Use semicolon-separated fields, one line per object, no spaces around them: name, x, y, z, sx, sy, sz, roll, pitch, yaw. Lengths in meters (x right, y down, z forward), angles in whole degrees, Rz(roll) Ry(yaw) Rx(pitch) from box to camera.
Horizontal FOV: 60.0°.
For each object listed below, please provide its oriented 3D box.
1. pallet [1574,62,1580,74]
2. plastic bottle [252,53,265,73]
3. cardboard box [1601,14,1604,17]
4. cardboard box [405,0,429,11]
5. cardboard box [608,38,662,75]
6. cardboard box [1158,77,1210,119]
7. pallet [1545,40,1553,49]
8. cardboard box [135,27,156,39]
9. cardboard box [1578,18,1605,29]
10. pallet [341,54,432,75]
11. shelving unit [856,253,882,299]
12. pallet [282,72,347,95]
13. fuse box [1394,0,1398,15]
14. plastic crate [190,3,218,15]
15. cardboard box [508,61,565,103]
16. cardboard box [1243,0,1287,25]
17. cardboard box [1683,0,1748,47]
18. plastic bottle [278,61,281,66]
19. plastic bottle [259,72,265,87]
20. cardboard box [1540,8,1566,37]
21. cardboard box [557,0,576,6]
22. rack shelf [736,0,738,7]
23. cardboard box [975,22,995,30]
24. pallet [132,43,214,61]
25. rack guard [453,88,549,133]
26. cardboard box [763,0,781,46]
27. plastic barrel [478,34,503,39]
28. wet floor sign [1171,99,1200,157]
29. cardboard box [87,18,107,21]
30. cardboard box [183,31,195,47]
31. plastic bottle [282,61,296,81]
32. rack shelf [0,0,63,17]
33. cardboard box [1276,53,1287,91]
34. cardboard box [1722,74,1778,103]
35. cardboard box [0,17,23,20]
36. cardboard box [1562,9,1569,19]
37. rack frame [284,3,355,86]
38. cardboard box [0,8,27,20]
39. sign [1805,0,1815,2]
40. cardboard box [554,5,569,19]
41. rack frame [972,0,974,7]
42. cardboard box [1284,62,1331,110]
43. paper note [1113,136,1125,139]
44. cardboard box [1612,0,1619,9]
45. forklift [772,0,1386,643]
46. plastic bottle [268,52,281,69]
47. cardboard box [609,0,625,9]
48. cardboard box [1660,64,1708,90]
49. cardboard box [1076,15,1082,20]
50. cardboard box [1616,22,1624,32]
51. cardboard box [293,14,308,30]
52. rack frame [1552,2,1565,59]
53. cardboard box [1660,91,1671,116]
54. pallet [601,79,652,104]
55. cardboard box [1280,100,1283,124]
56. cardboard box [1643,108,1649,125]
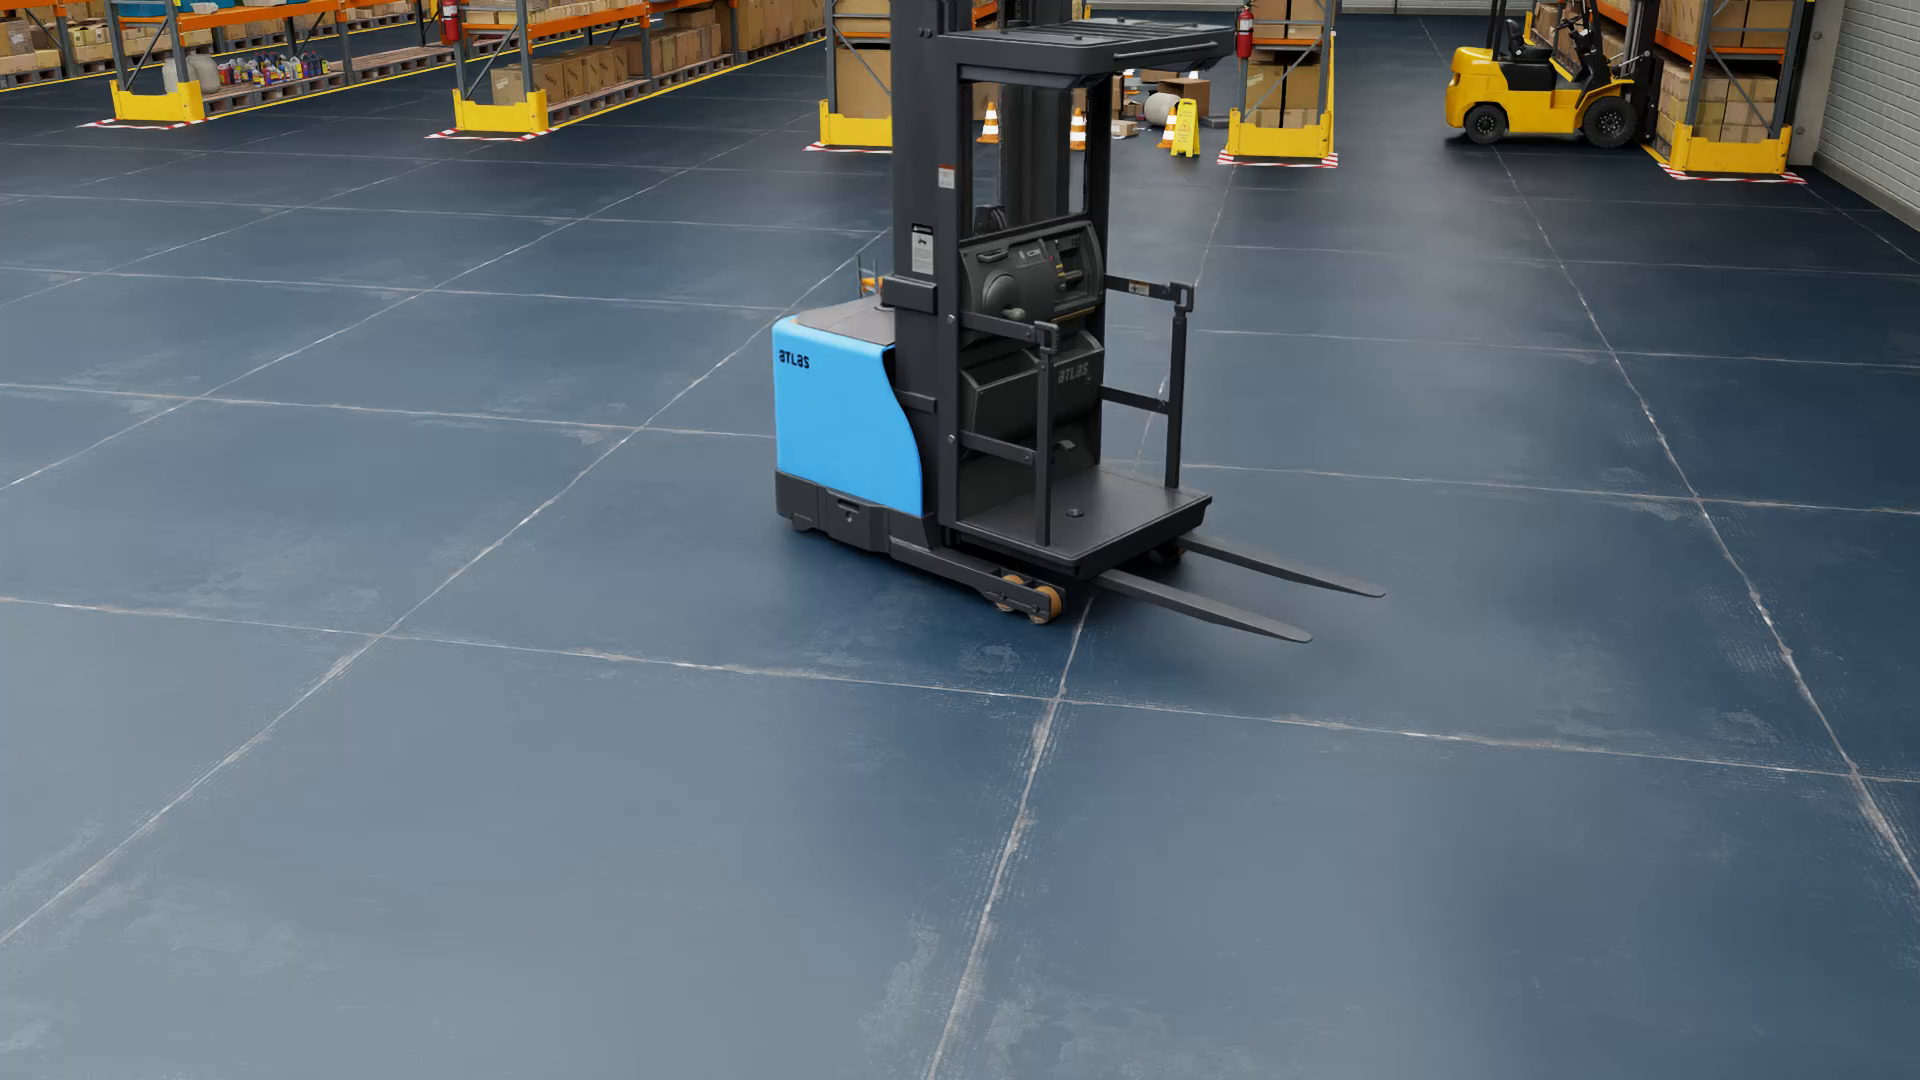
pallet;10.434;-7.464;26.604;1.003;0.211;1.213;4;22;11
plastic bottle;-10.591;-7.177;25.116;0.144;0.351;0.185;4;22;9
cardboard box;11.179;-8.944;28.461;0.380;0.149;0.250;5;22;11
cardboard box;-12.251;-12.129;37.212;0.500;0.500;0.500;4;22;11
cardboard box;-4.986;-7.424;25.530;0.700;0.500;0.500;3;22;7
cardboard box;3.018;-5.955;22.467;0.500;0.500;0.500;-16;27;-35
pallet;11.202;-8.908;30.189;1.003;0.211;1.213;4;22;11
cardboard box;-14.189;-8.787;28.525;0.500;0.311;0.500;5;22;12
cardboard box;10.396;-8.506;27.375;0.380;0.149;0.250;3;22;8
pallet;-9.612;-7.979;27.882;1.003;0.211;1.213;4;22;11
shelving unit;-0.266;-0.995;9.197;0.503;1.200;0.258;-11;21;-26
pallet;-10.159;-6.999;25.448;1.003;0.211;1.213;4;22;11
fuse box;10.172;-13.043;38.449;0.539;1.711;0.414;4;22;11
plastic crate;-10.300;-7.252;22.698;0.298;0.136;0.250;4;22;11
cardboard box;-5.717;-6.178;22.461;0.500;0.500;0.500;11;24;25
cardboard box;3.594;-6.343;19.555;0.500;0.500;0.500;4;22;10
cardboard box;8.456;-5.808;18.626;0.500;0.500;0.500;4;22;10
plastic bottle;-10.077;-6.982;24.721;0.061;0.283;0.133;4;22;11
plastic bottle;-10.101;-6.655;24.019;0.097;0.201;0.097;0;22;0
cardboard box;11.242;-9.737;31.298;0.500;0.500;0.500;5;22;12
cardboard box;-5.681;-7.449;22.302;0.875;0.500;0.500;4;22;11
rack shelf;-3.908;-10.018;30.175;1.077;0.370;4.000;4;22;11
cardboard box;-0.058;-7.480;25.359;1.050;0.750;0.750;4;22;11
pallet;-14.220;-8.785;29.884;1.003;0.211;1.213;4;22;11
rack guard;-5.933;-5.562;21.496;1.175;0.500;0.348;4;22;11
cardboard box;-3.966;-9.405;29.974;1.225;0.875;0.875;5;22;11
plastic barrel;-8.852;-9.667;31.007;0.600;0.588;0.708;4;22;11
wet floor sign;2.666;-4.859;19.554;0.267;0.644;0.232;13;25;29
cardboard box;-14.717;-8.820;28.605;0.500;0.311;0.500;4;22;10
cardboard box;-13.984;-8.896;29.545;0.500;0.250;0.500;4;22;10
plastic bottle;-9.973;-6.970;24.702;0.152;0.276;0.135;5;22;12
rack shelf;-15.238;-7.848;24.789;1.077;0.370;4.000;4;22;11
cardboard box;3.874;-5.894;21.087;0.500;0.500;0.500;4;22;10
cardboard box;8.896;-5.106;18.797;0.500;0.250;0.500;4;22;10
cardboard box;-15.231;-8.035;26.404;0.500;0.500;0.500;4;22;11
cardboard box;10.728;-9.176;29.037;0.380;0.149;0.250;6;23;13
rack frame;-9.981;-8.535;25.530;1.000;3.000;0.127;4;22;11
cardboard box;-18.585;-10.209;32.003;0.750;0.750;0.750;4;22;10
sign;9.155;-5.955;17.861;0.100;0.325;0.005;4;22;11
cardboard box;-5.433;-7.028;22.125;0.380;0.149;0.250;4;22;11
rack frame;-0.298;-7.742;23.561;1.000;3.000;0.127;4;22;11
cardboard box;4.192;-5.489;20.081;0.500;0.500;0.500;4;22;9
paper note;1.997;-5.059;20.874;0.148;0.019;0.142;-3;22;-8
cardboard box;9.602;-7.712;23.688;0.500;0.250;0.500;5;23;13
forklift;0.494;-1.208;7.430;3.031;2.935;1.130;18;28;38
plastic bottle;-10.411;-7.235;25.260;0.144;0.351;0.185;4;22;11
cardboard box;-5.001;-7.662;23.699;0.380;0.149;0.250;4;22;11
cardboard box;8.593;-5.509;19.798;0.500;0.250;0.500;5;22;12
cardboard box;2.294;-10.693;34.142;0.380;0.149;0.250;5;23;13
cardboard box;10.709;-8.183;26.572;0.380;0.149;0.250;5;22;12
cardboard box;-13.229;-10.318;32.715;0.500;0.500;0.500;5;22;12
rack frame;11.061;-9.950;29.045;1.000;3.000;0.127;4;22;11
cardboard box;8.519;-5.097;19.444;0.500;0.250;0.500;4;22;10
pallet;-5.235;-6.615;24.496;1.003;0.211;1.213;4;22;11
cardboard box;3.768;-5.363;20.773;0.500;0.250;0.500;5;22;11
cardboard box;8.705;-5.232;20.448;0.500;0.250;0.500;5;23;13
